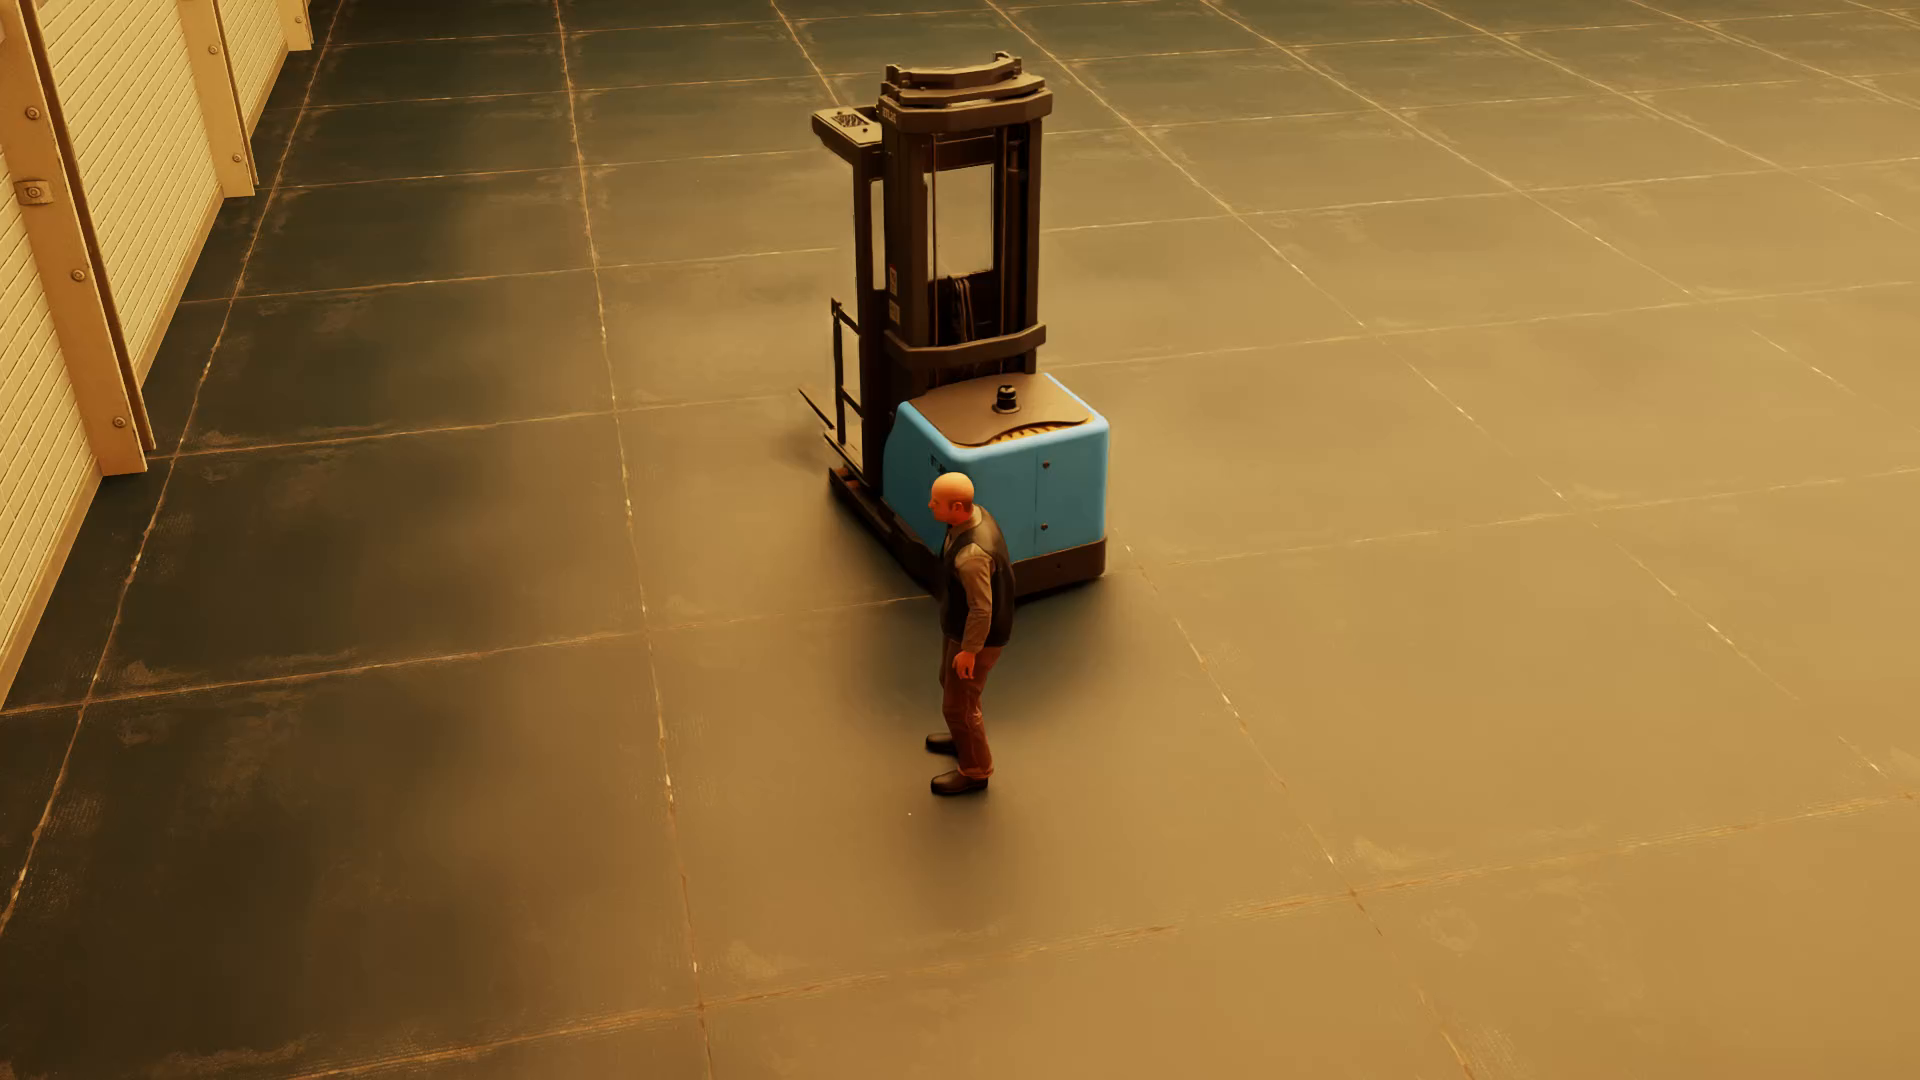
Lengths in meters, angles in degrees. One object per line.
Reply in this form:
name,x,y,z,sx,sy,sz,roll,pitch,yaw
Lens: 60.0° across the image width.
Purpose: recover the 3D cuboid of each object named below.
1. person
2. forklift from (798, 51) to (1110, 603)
person,0.049,0.432,8.040,0.423,1.717,0.582,-2,30,-3
forklift,-0.212,-1.580,10.304,1.130,2.935,3.031,-13,33,-22
